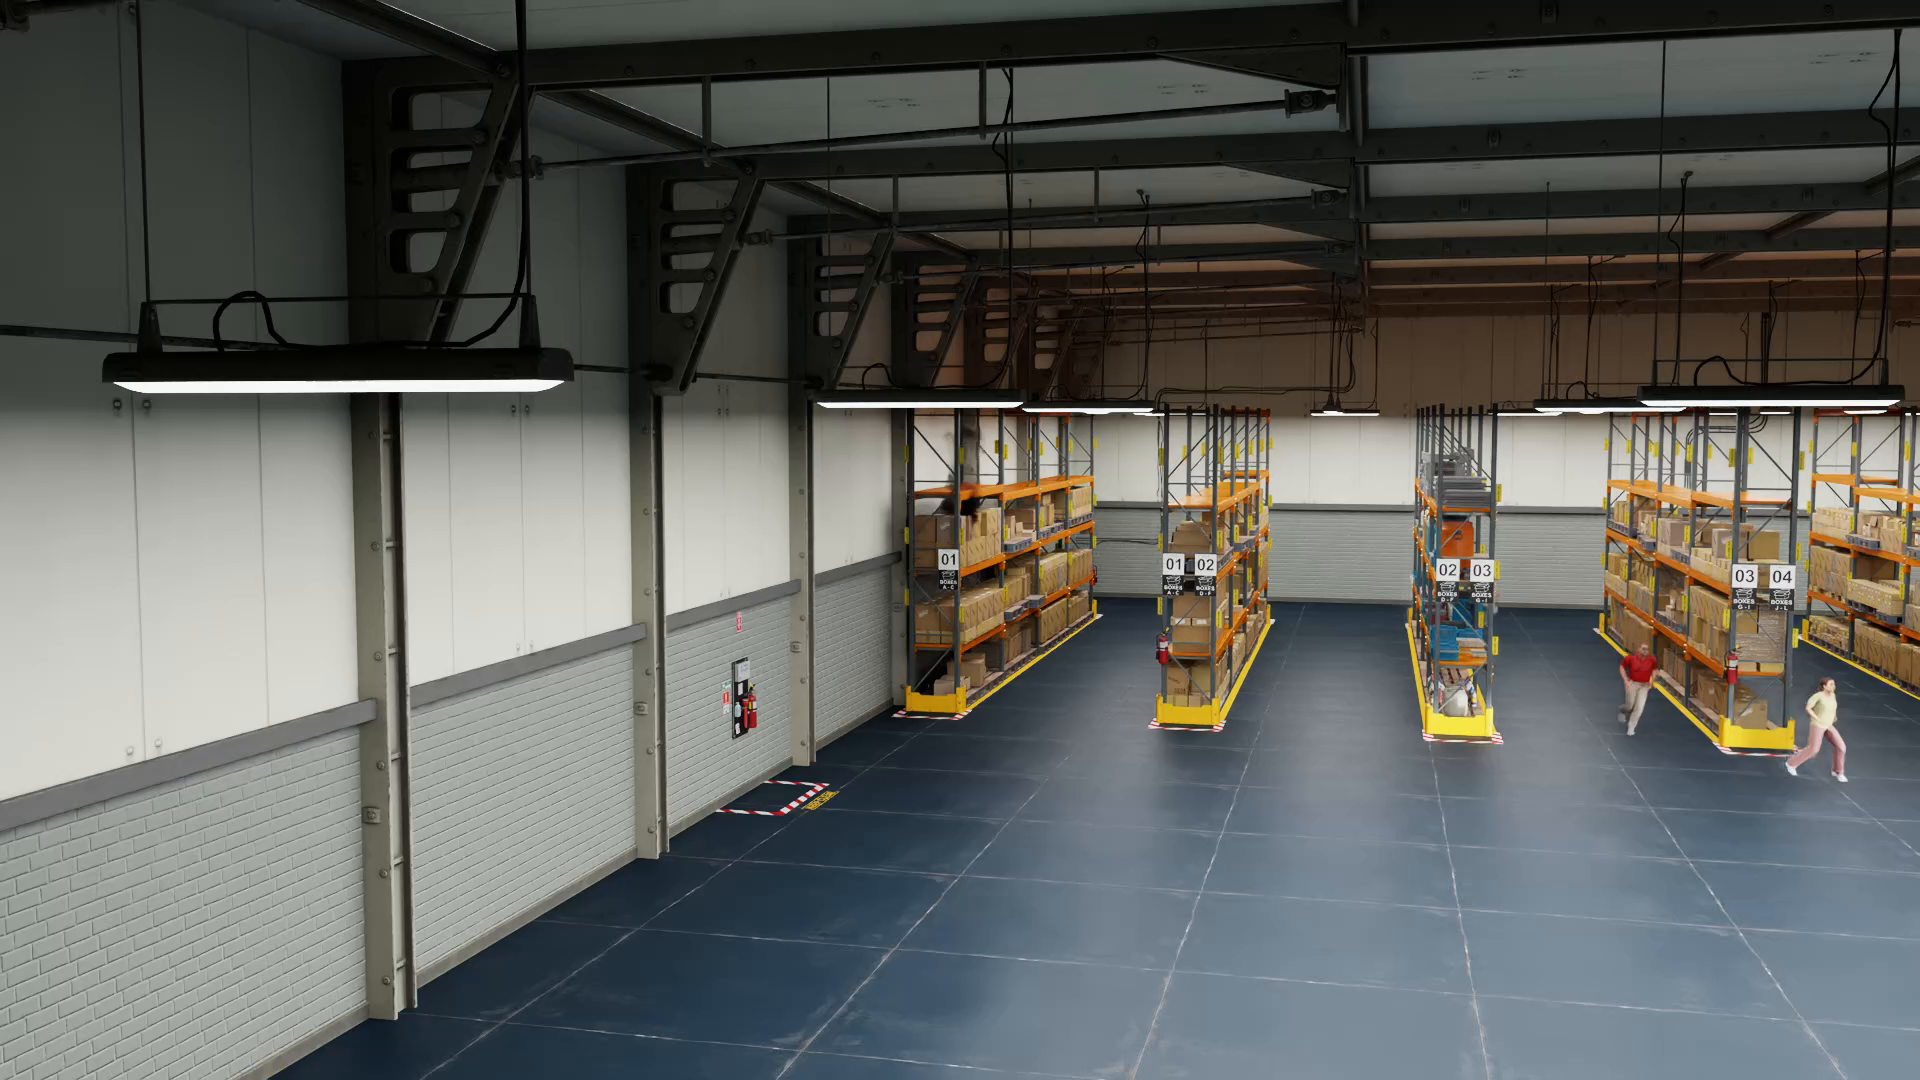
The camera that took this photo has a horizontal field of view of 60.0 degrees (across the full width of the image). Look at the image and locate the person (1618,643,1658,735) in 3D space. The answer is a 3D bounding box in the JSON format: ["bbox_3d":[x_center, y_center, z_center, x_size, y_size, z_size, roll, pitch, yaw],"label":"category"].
[{"bbox_3d":[12.413,2.694,30.467,0.677,1.689,0.782,0,4,3],"label":"person"}]

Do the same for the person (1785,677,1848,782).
[{"bbox_3d":[13.666,2.995,26.429,0.814,1.663,0.743,-2,5,-25],"label":"person"}]

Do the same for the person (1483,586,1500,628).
[{"bbox_3d":[14.516,1.611,45.591,0.658,1.634,0.567,-4,6,-43],"label":"person"}]
